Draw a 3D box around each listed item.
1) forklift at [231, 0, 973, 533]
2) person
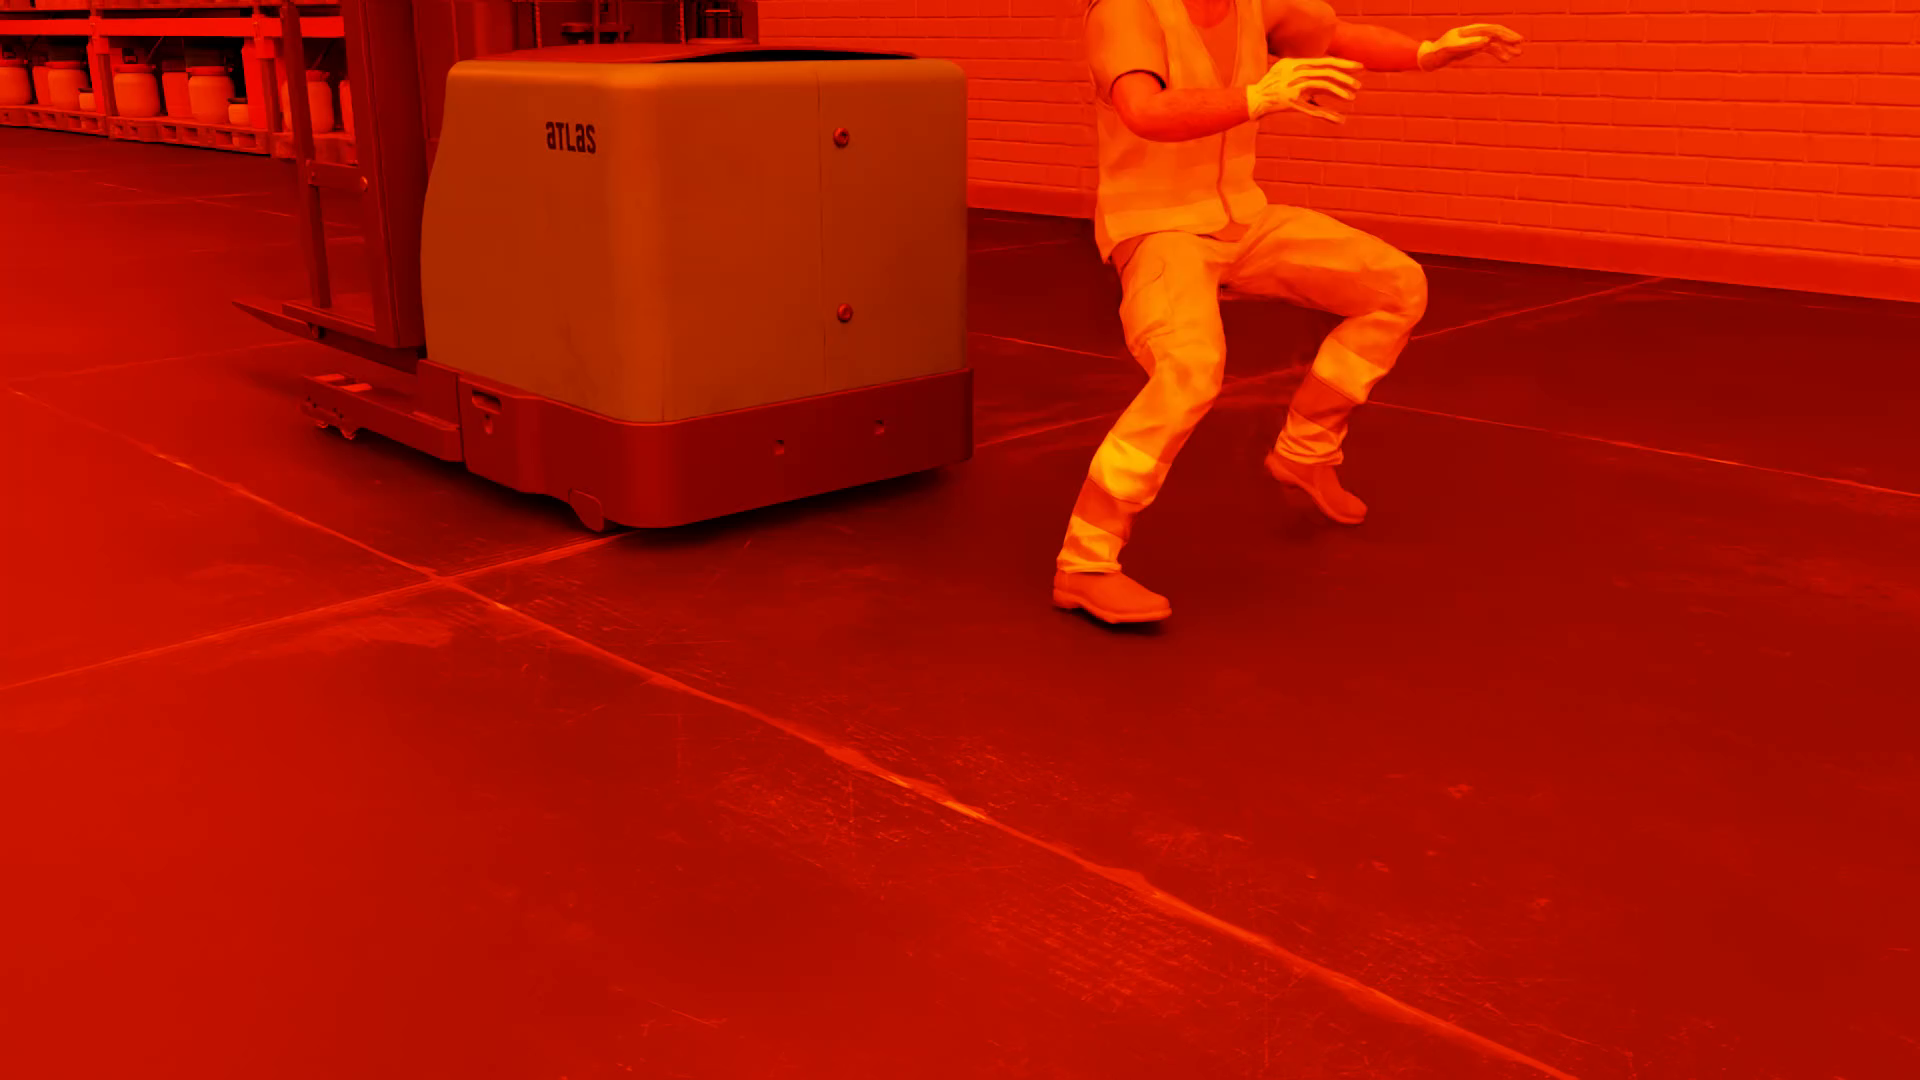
[{"bbox_3d":[-1.327,-1.779,4.689,1.130,2.935,3.031,-15,23,-40],"label":"forklift"},{"bbox_3d":[0.609,-0.675,3.507,1.032,1.518,0.762,-12,21,-34],"label":"person"}]
